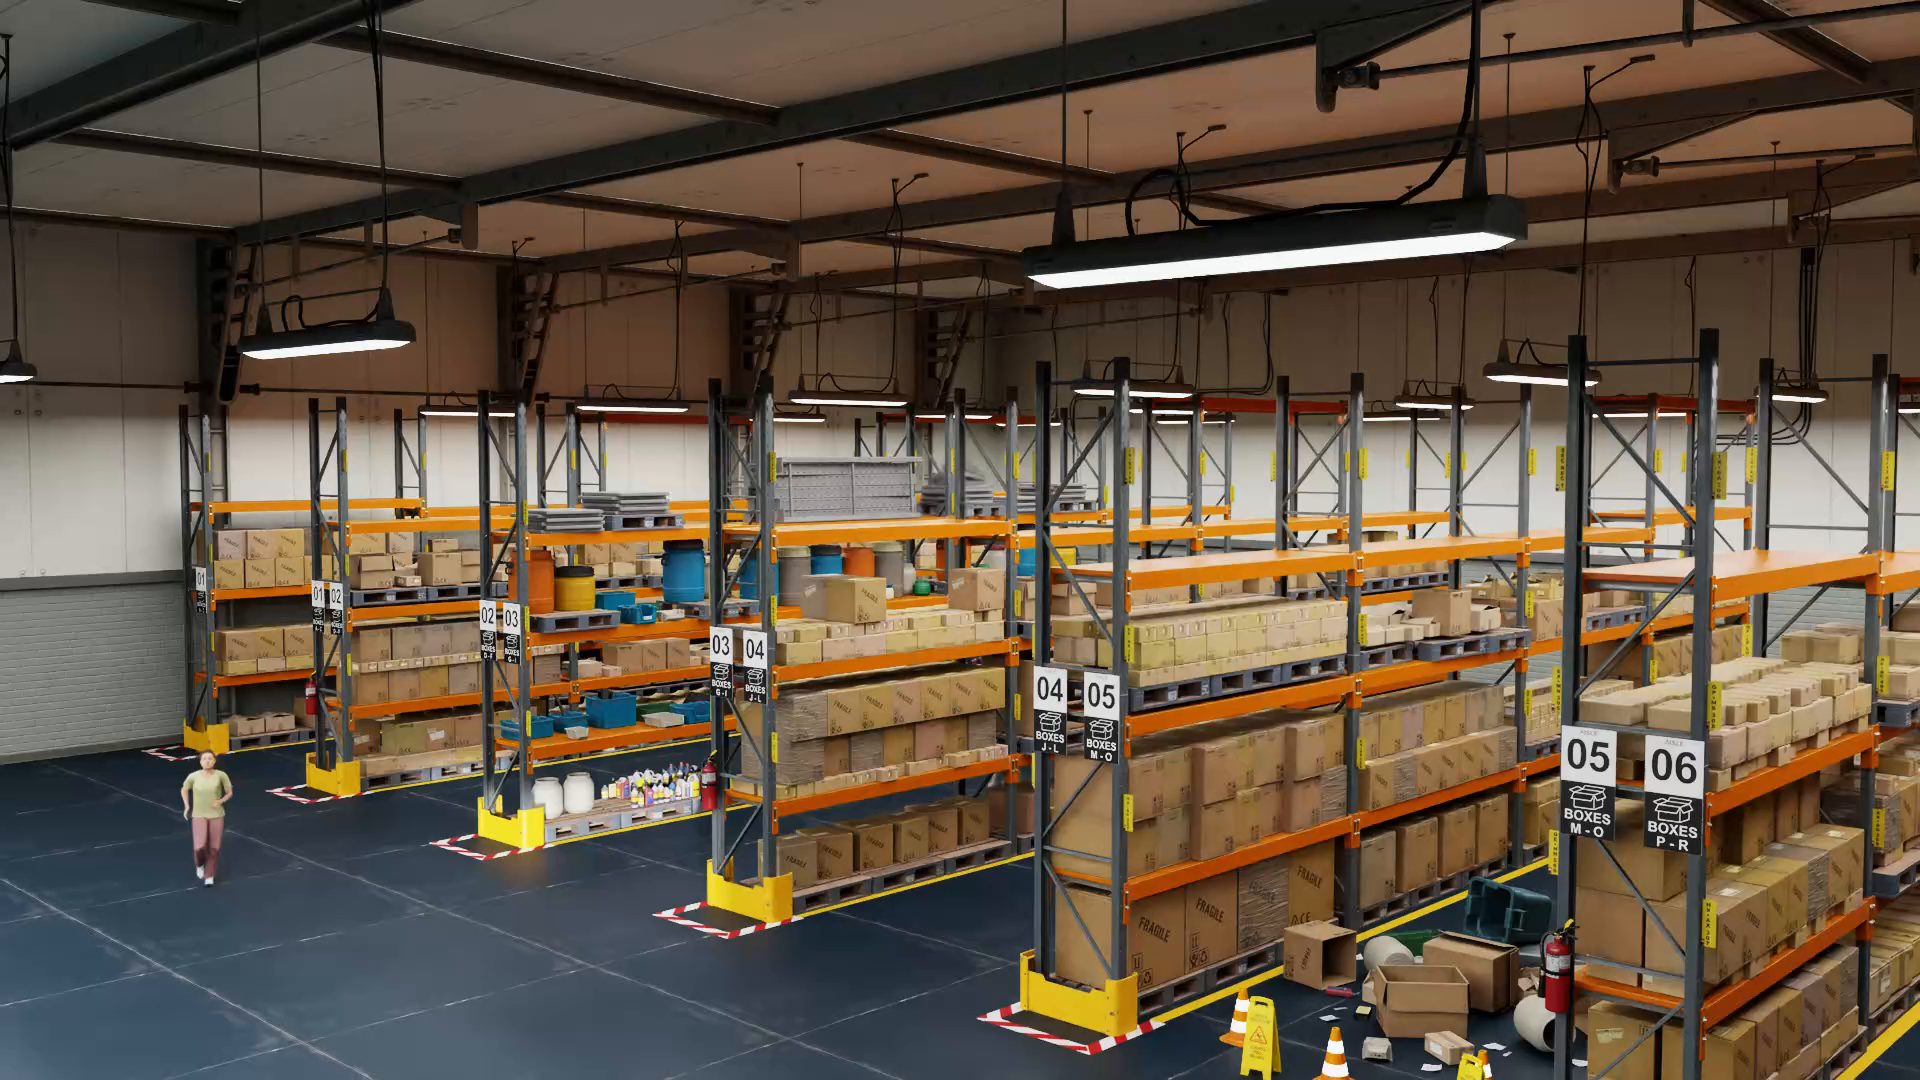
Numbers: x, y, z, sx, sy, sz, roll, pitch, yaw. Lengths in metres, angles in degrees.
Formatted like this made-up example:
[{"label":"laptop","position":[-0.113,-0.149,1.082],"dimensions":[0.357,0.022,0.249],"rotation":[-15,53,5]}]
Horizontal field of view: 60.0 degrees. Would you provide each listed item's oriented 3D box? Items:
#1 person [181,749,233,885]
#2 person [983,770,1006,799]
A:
[{"label":"person","position":[-8.938,3.302,19.753],"dimensions":[0.568,1.624,0.535],"rotation":[-1,3,-24]},{"label":"person","position":[0.562,2.974,25.083],"dimensions":[0.612,1.701,0.920],"rotation":[2,4,31]}]
